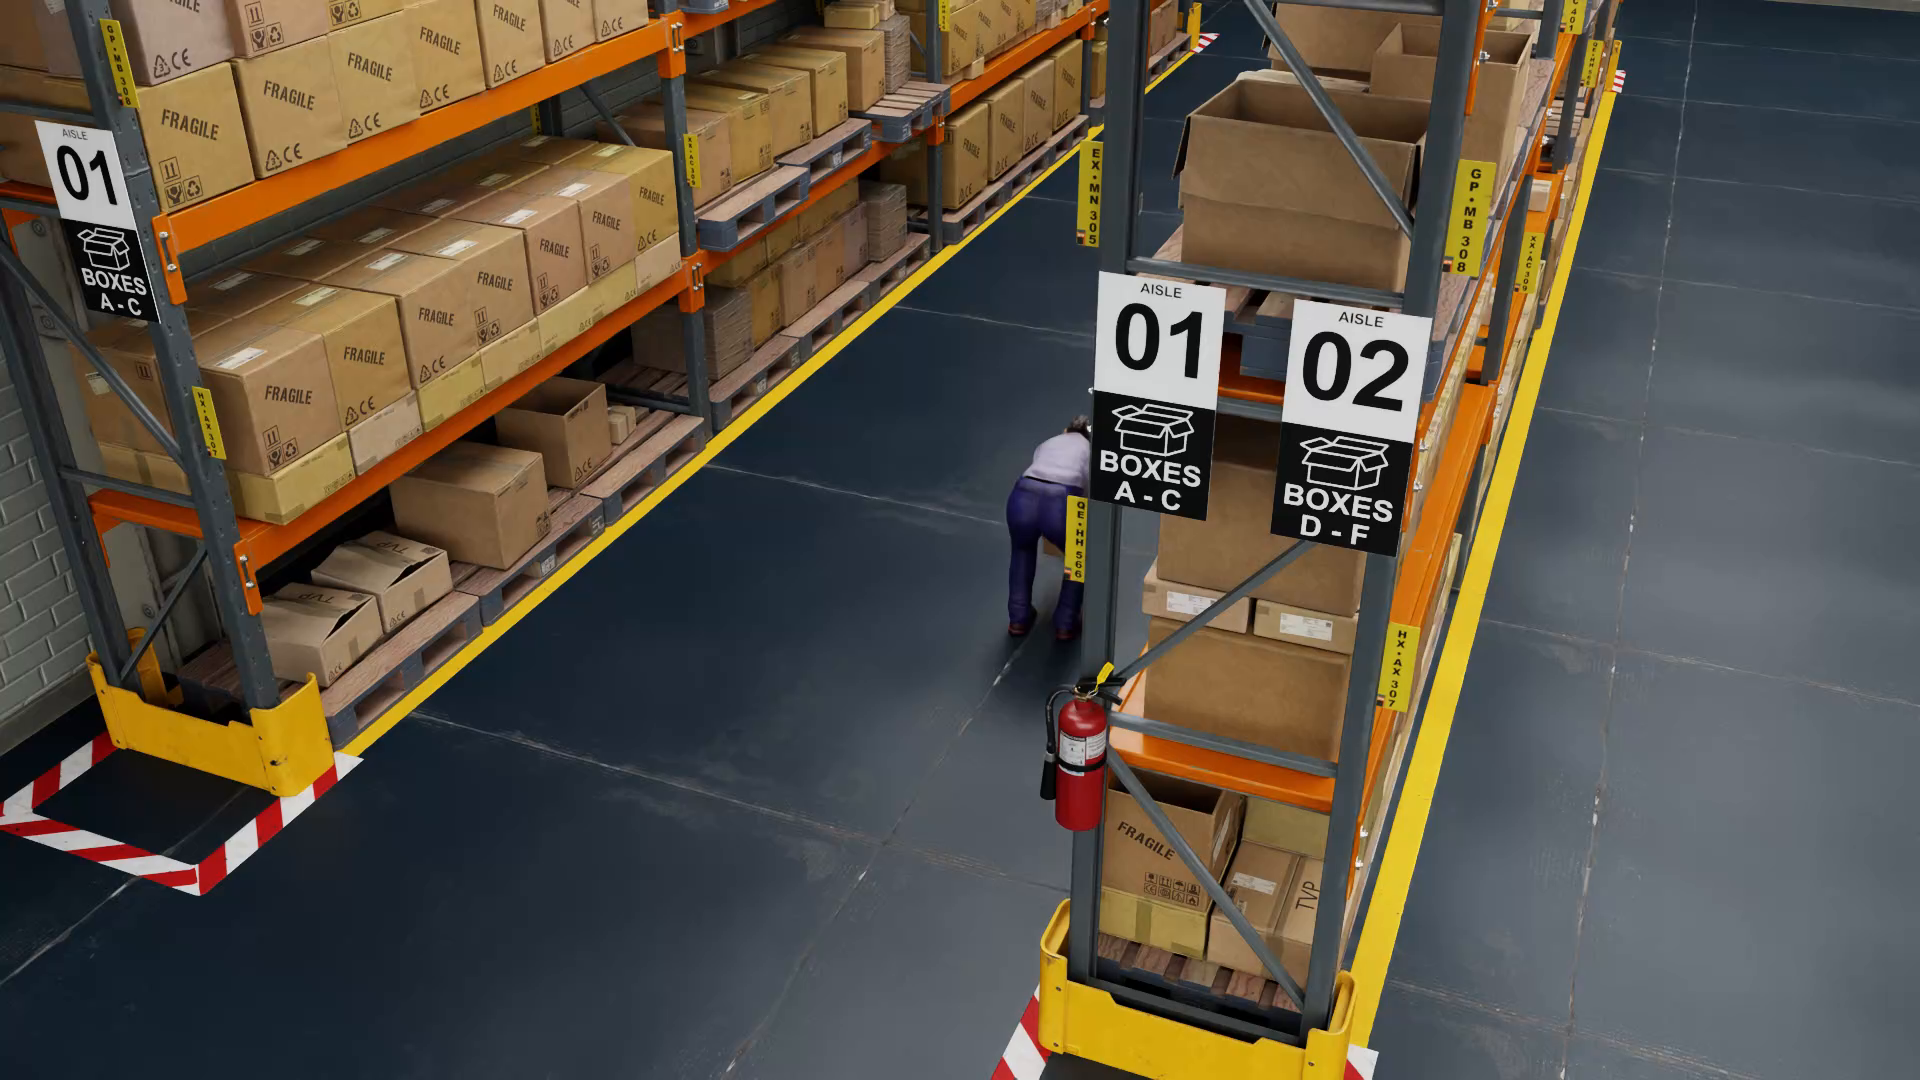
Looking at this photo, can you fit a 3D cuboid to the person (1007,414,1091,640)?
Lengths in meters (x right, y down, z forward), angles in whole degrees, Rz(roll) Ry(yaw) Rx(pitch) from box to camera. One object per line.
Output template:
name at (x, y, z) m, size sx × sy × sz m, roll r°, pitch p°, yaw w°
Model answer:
person at (0.545, -0.062, 9.097) m, size 0.468 × 1.072 × 0.904 m, roll 11°, pitch 31°, yaw 18°
